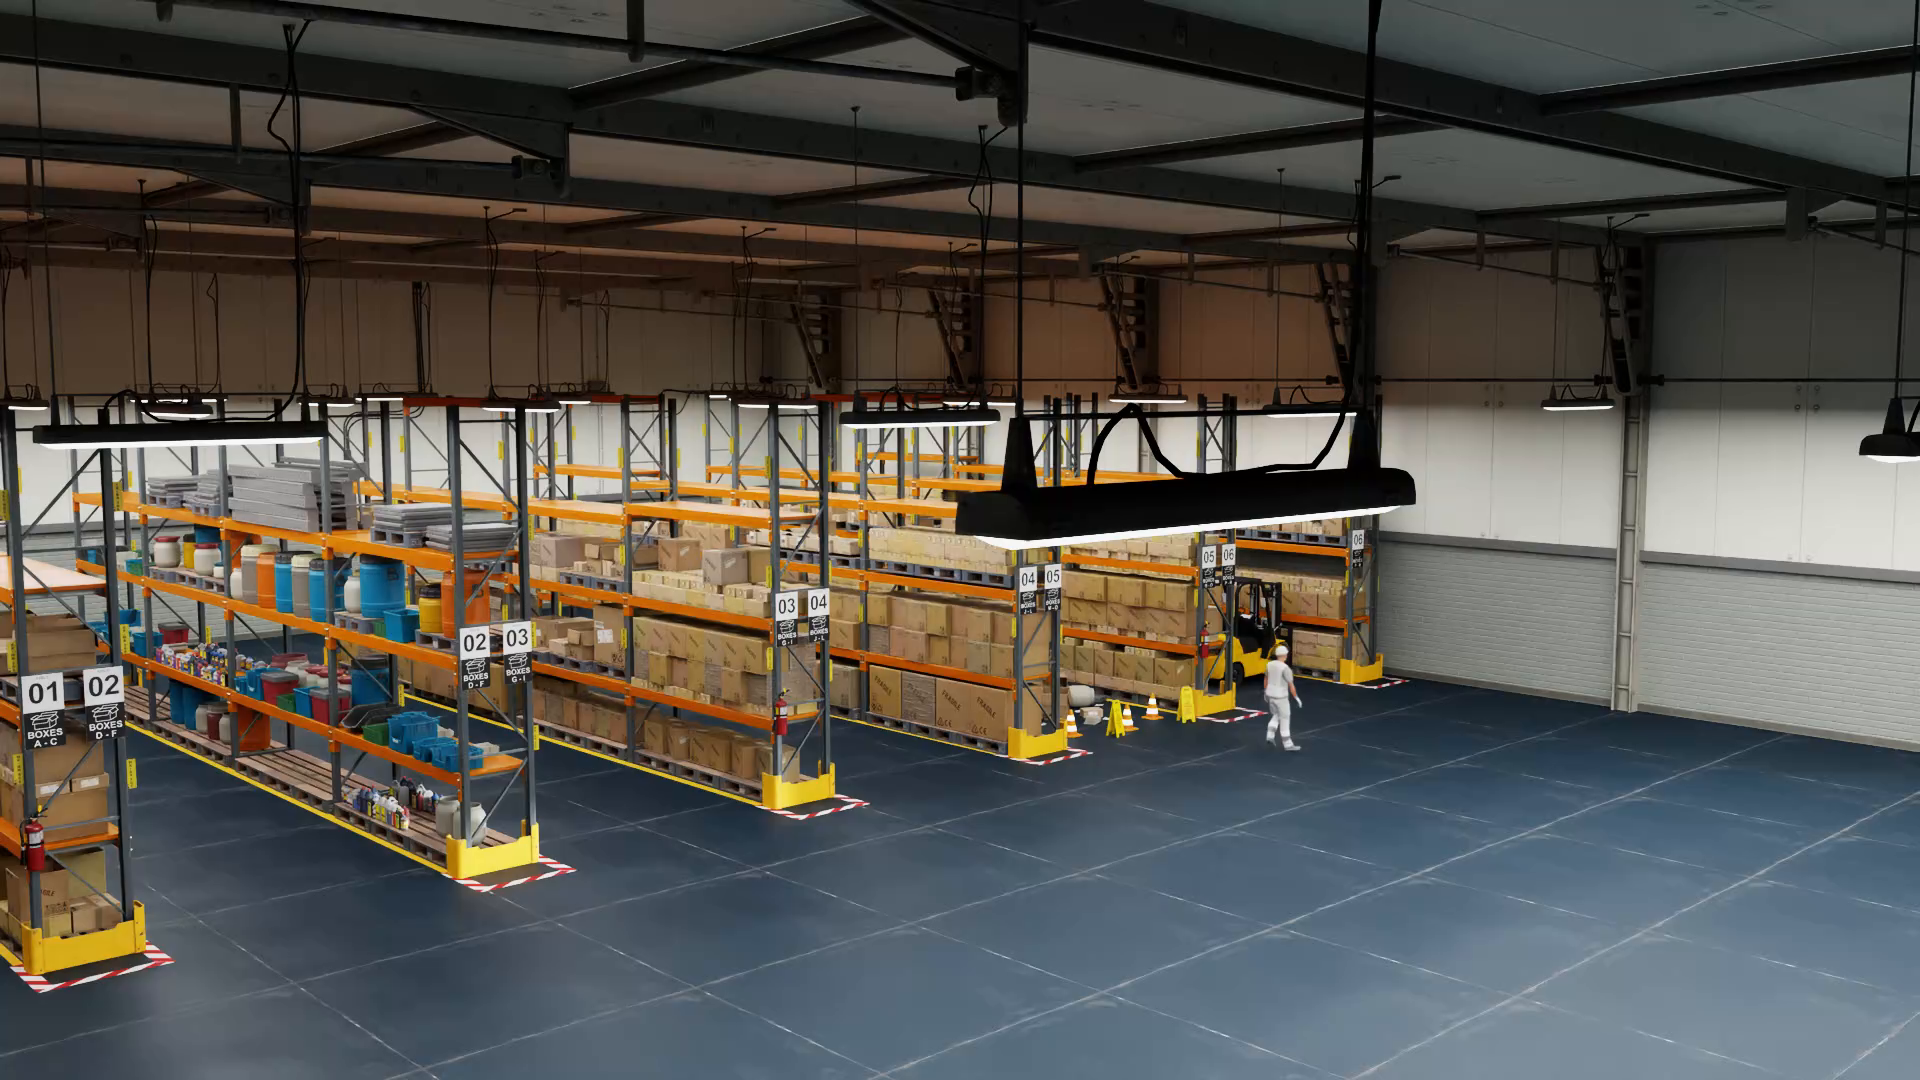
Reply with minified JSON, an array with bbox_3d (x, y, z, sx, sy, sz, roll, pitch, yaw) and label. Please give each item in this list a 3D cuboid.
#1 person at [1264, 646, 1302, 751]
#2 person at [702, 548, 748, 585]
[{"bbox_3d":[5.488,2.689,28.406,0.520,1.787,0.706,-3,7,-32],"label":"person"},{"bbox_3d":[-2.944,1.184,34.131,9.466,3.685,14.948,4,7,36],"label":"person"}]
